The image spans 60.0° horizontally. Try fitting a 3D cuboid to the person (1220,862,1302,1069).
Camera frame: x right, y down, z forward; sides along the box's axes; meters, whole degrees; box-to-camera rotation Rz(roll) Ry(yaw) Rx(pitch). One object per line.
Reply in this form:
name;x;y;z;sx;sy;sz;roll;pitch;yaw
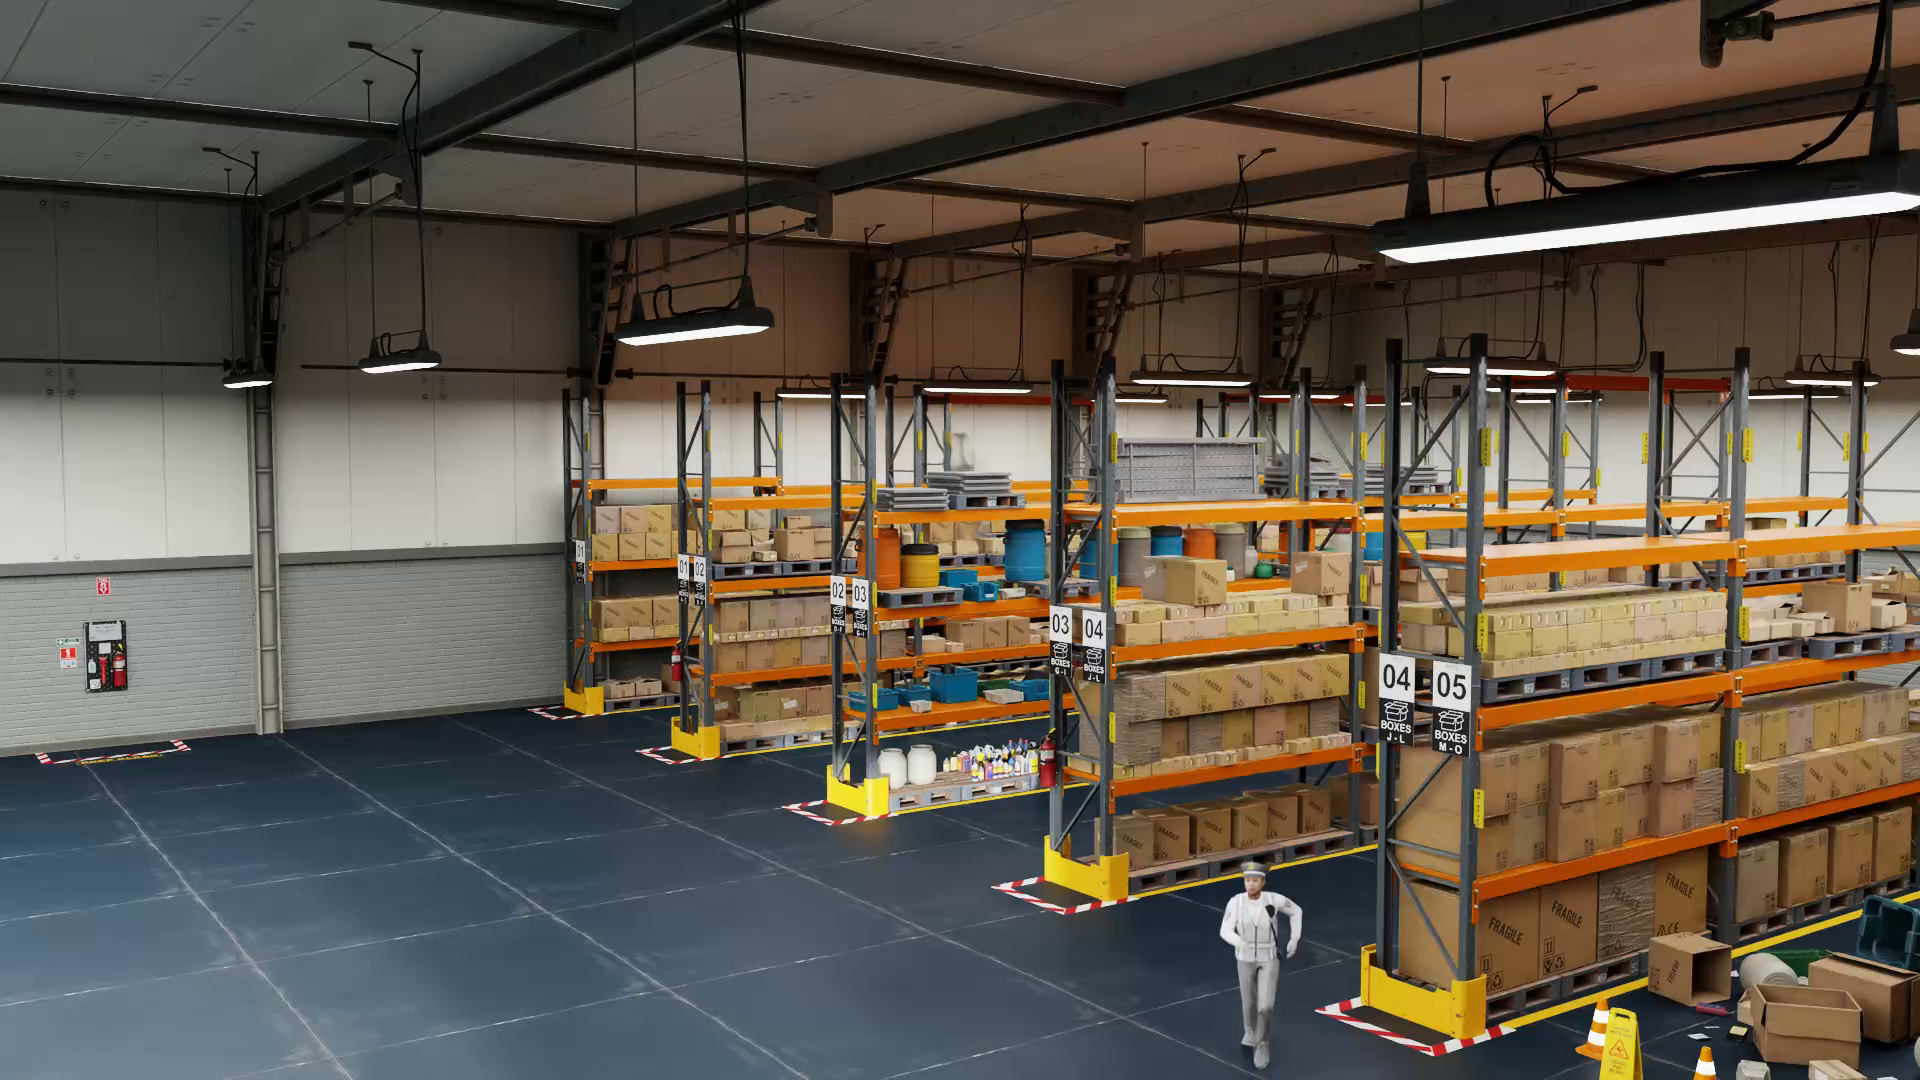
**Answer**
person;2.450;3.443;13.586;0.620;1.691;0.835;1;4;19
